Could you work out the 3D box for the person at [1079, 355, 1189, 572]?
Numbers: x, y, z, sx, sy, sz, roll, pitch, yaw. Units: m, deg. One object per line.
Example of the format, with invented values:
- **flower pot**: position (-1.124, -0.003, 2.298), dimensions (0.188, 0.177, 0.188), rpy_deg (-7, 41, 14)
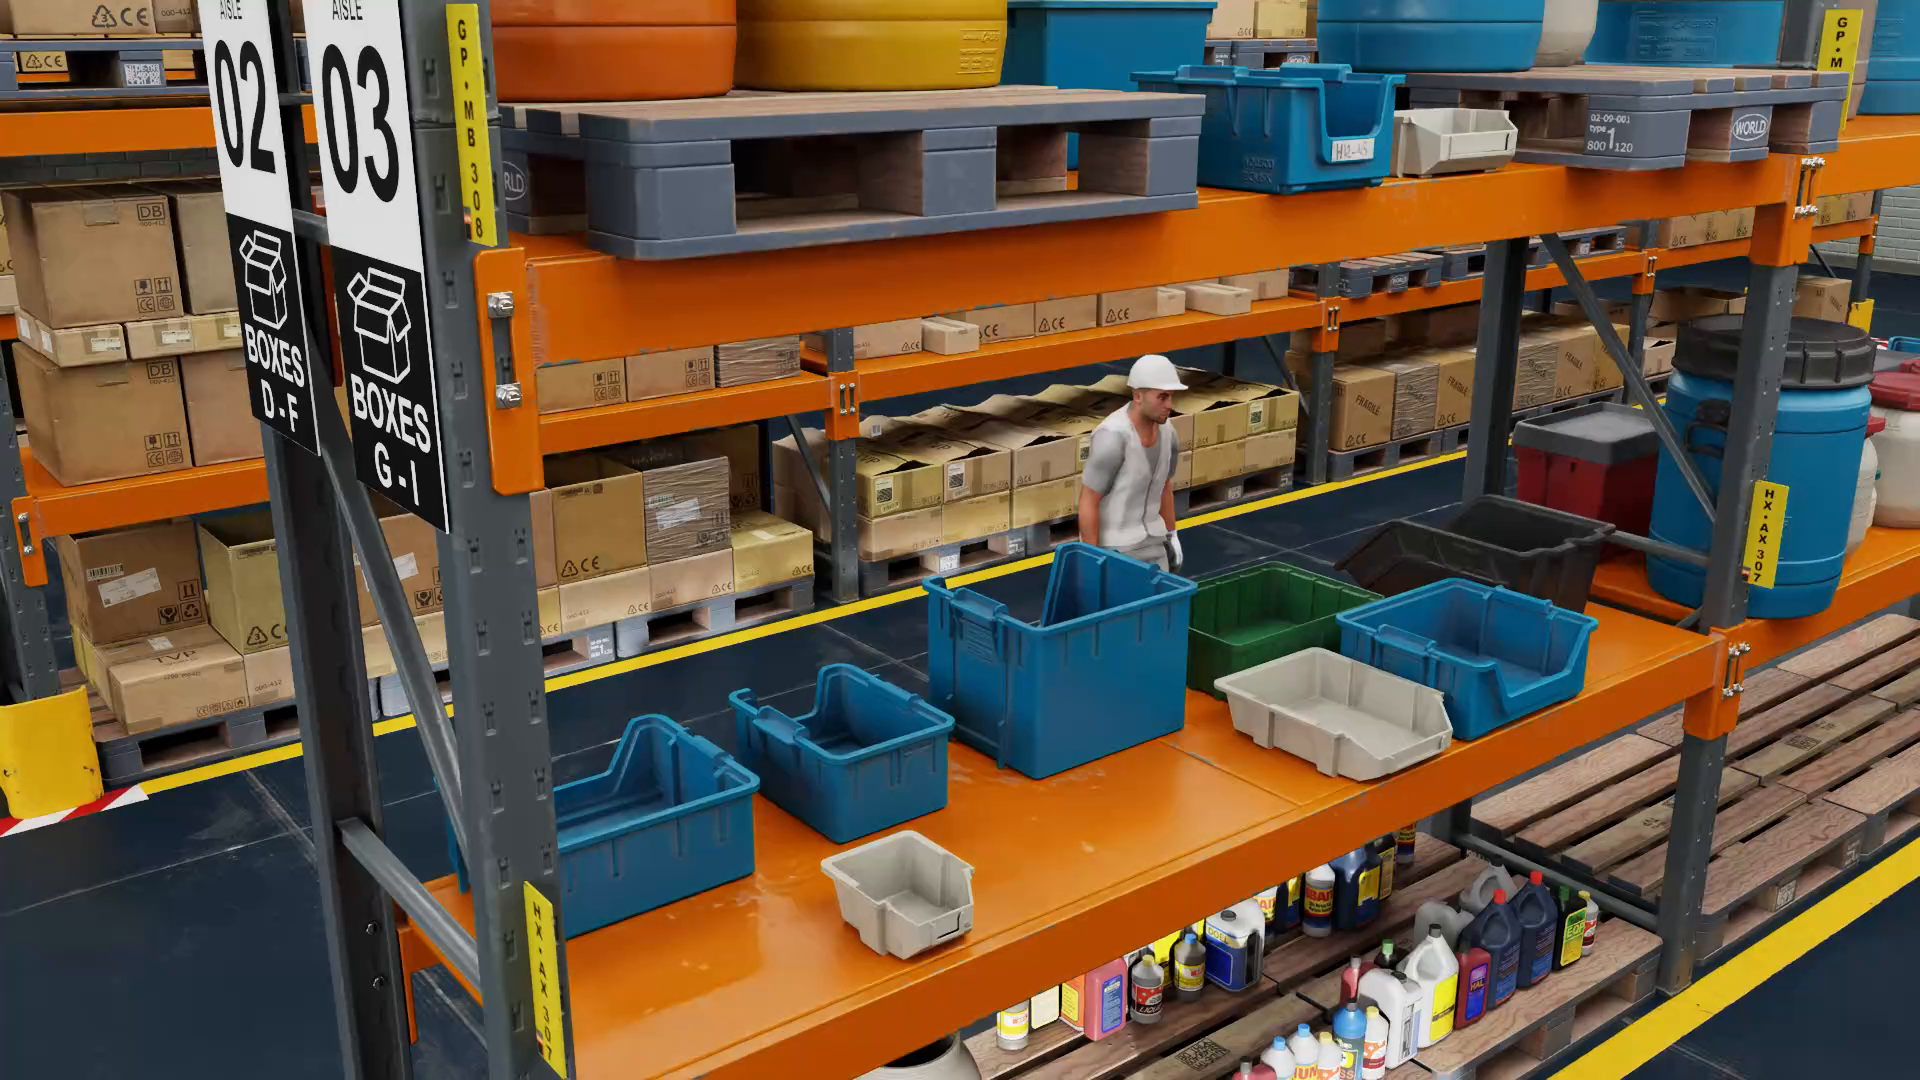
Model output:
- **person**: position (0.768, 0.056, 7.350), dimensions (0.582, 1.778, 0.451), rpy_deg (-15, 23, -39)
